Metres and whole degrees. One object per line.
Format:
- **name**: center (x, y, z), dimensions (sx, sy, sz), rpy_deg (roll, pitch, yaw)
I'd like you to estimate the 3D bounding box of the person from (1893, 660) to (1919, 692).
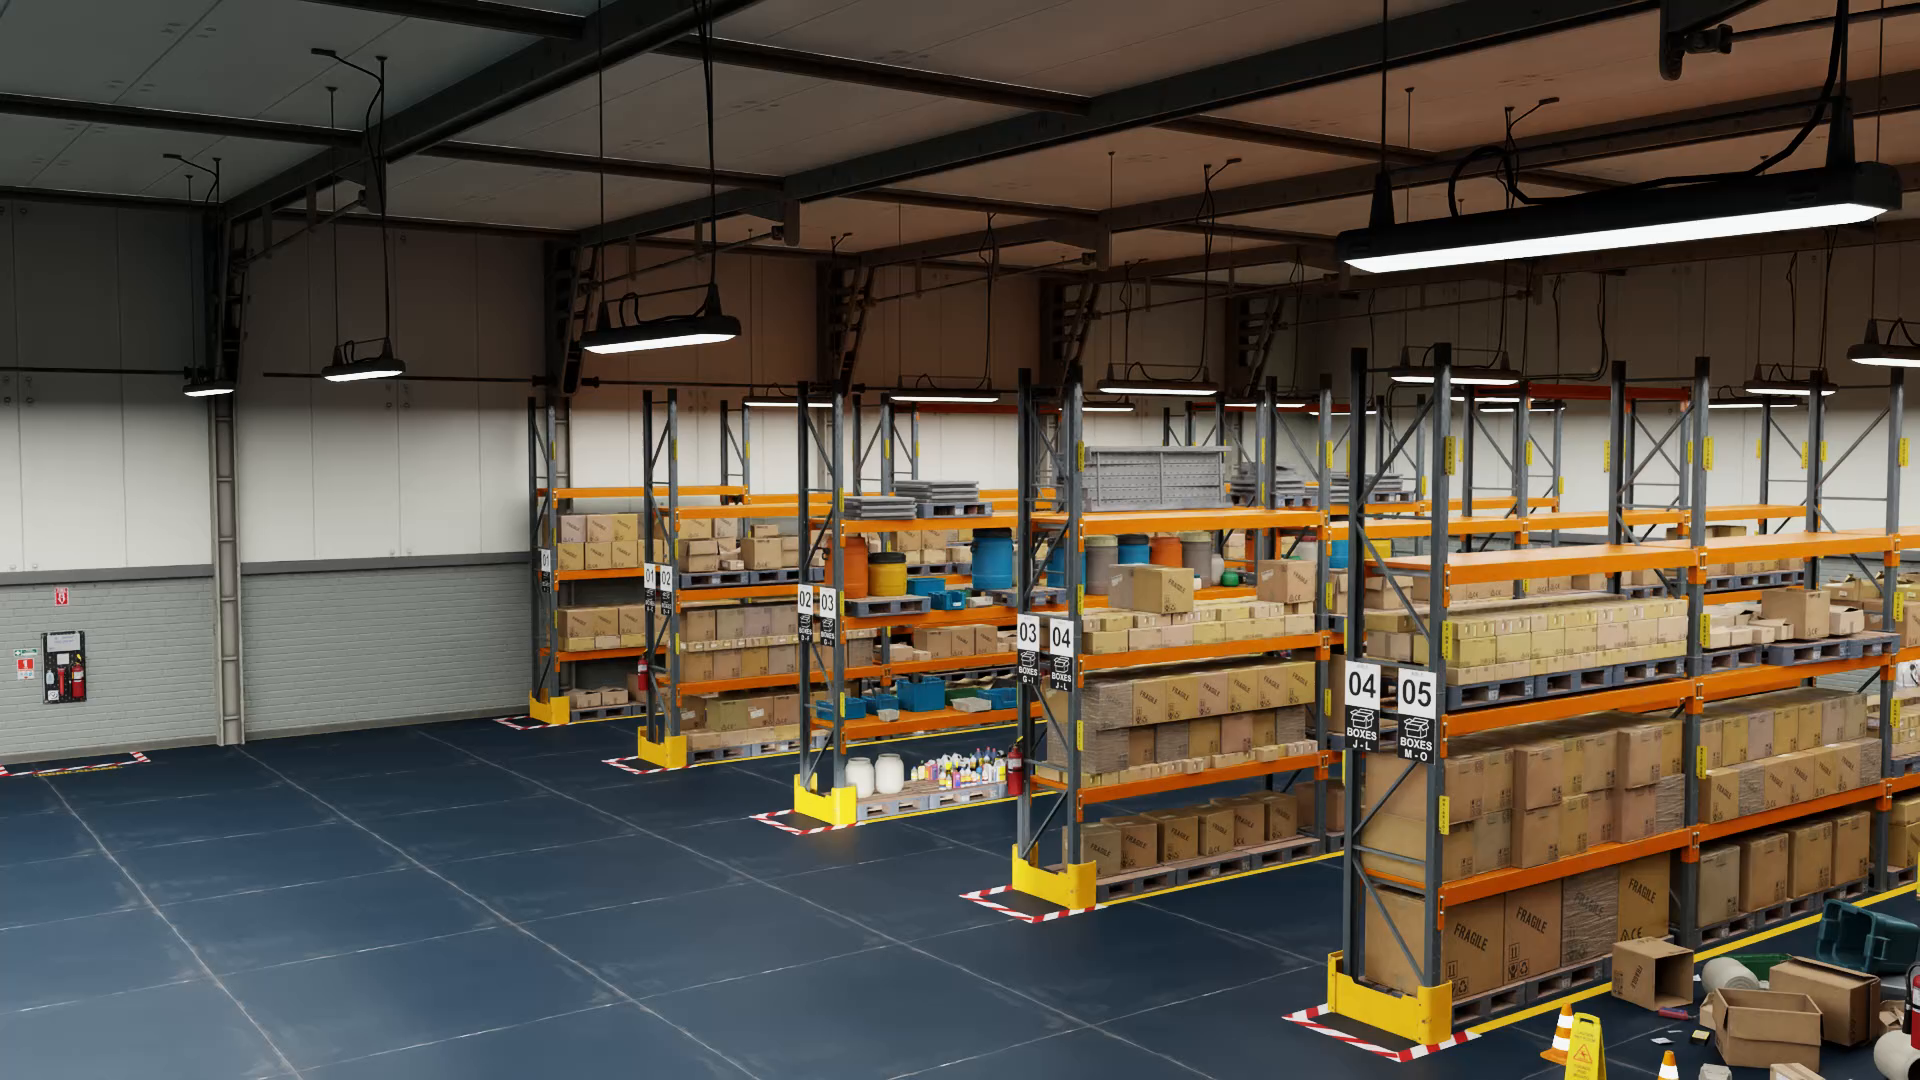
- **person**: center (16.084, 2.620, 28.280), dimensions (1.021, 1.717, 0.496), rpy_deg (-3, 5, -44)
